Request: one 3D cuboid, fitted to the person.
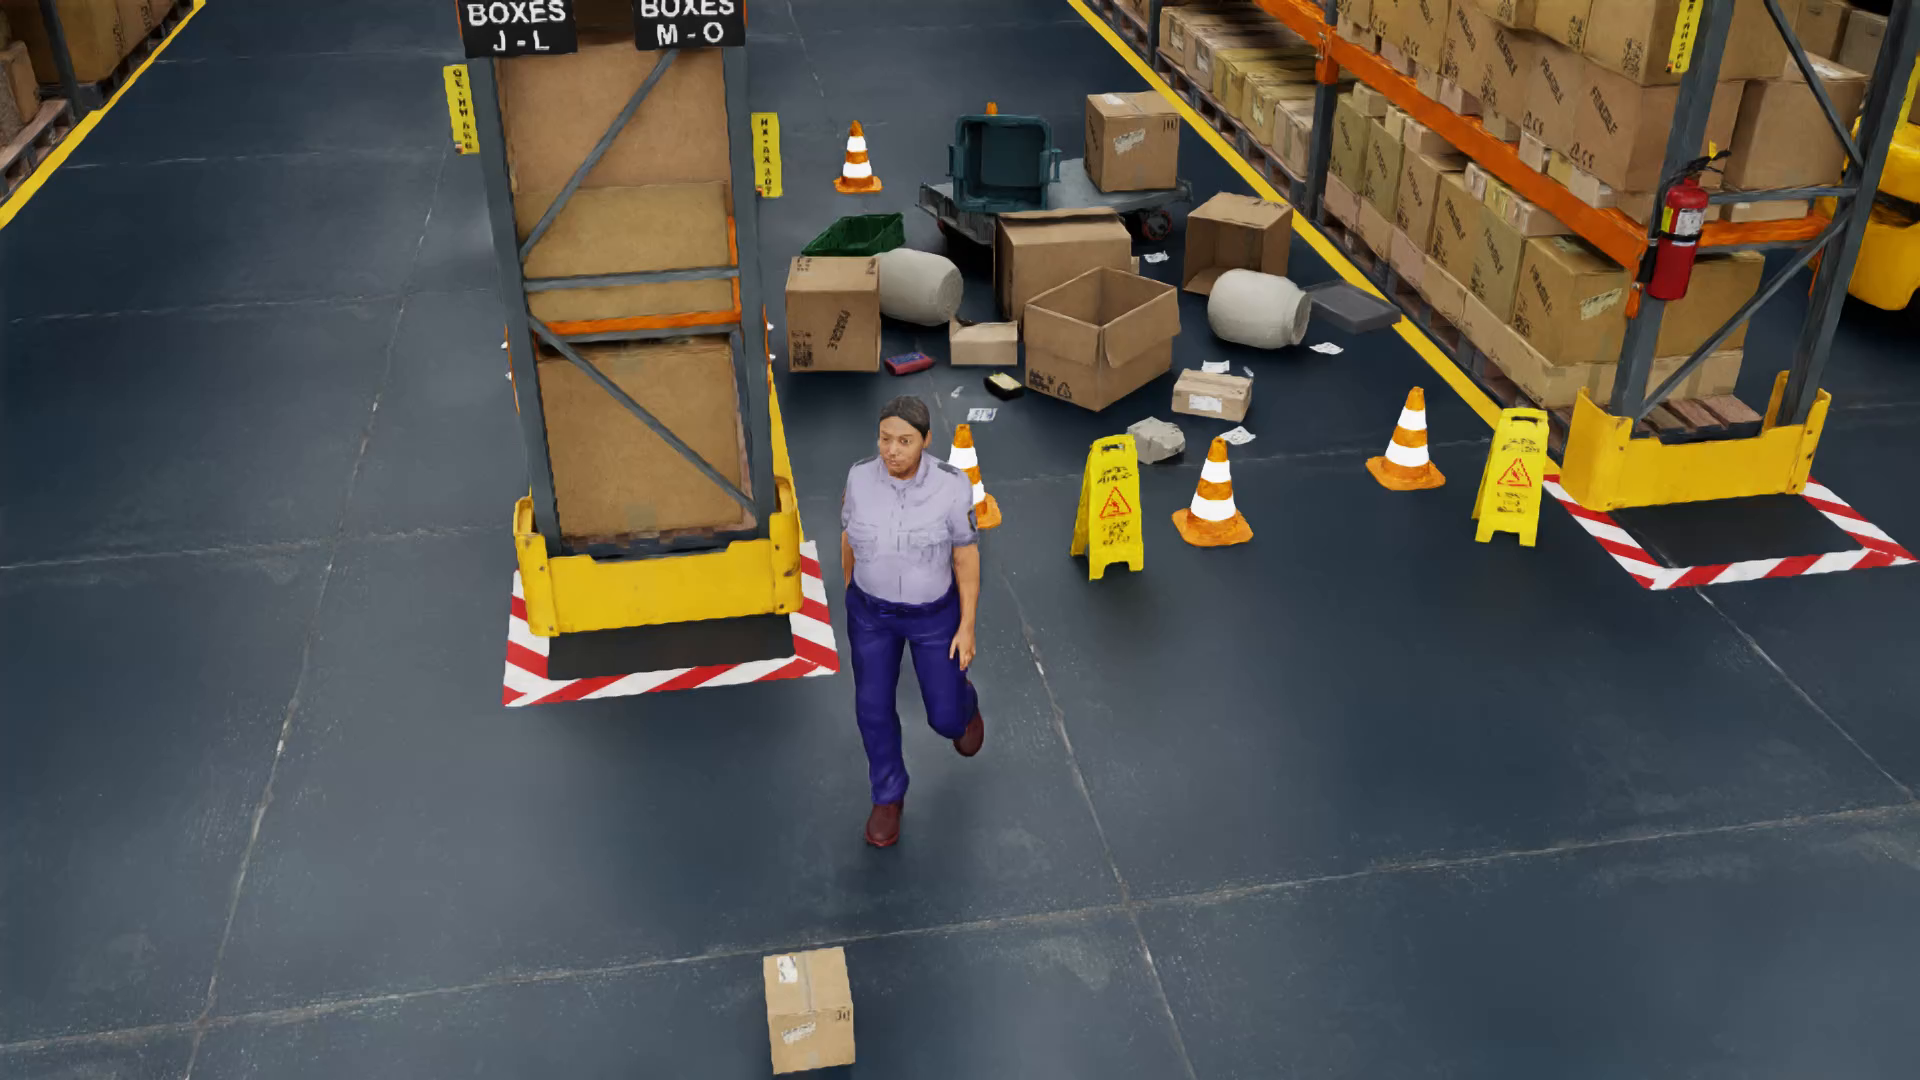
[{"bbox_3d":[-0.171,0.233,5.735,0.505,1.626,0.690,7,32,11],"label":"person"}]
